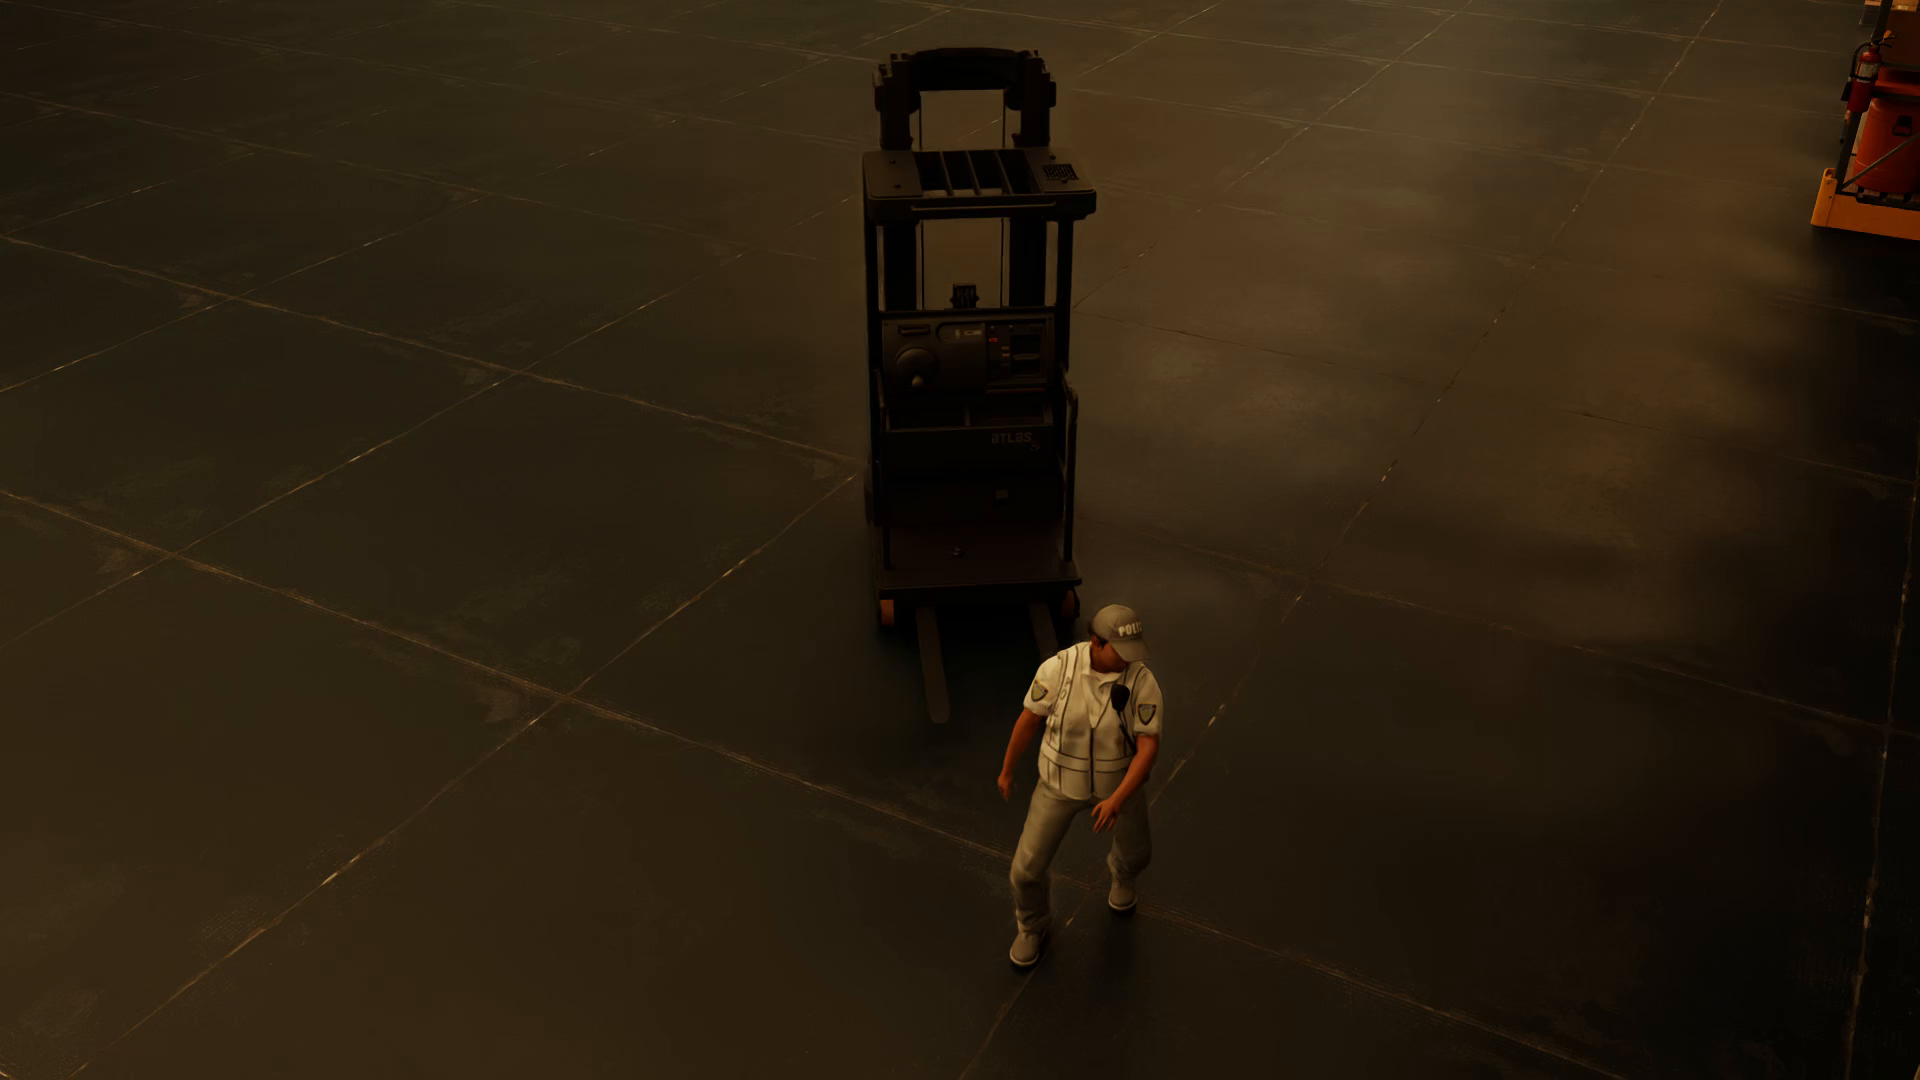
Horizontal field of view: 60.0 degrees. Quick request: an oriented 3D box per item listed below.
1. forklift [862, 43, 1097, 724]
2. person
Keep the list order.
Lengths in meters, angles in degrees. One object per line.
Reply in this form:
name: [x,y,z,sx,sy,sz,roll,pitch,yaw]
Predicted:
forklift: [0.070,-0.960,8.734,1.130,2.935,3.031,-3,30,-5]
person: [0.476,0.984,6.720,0.654,1.580,0.777,0,30,0]
